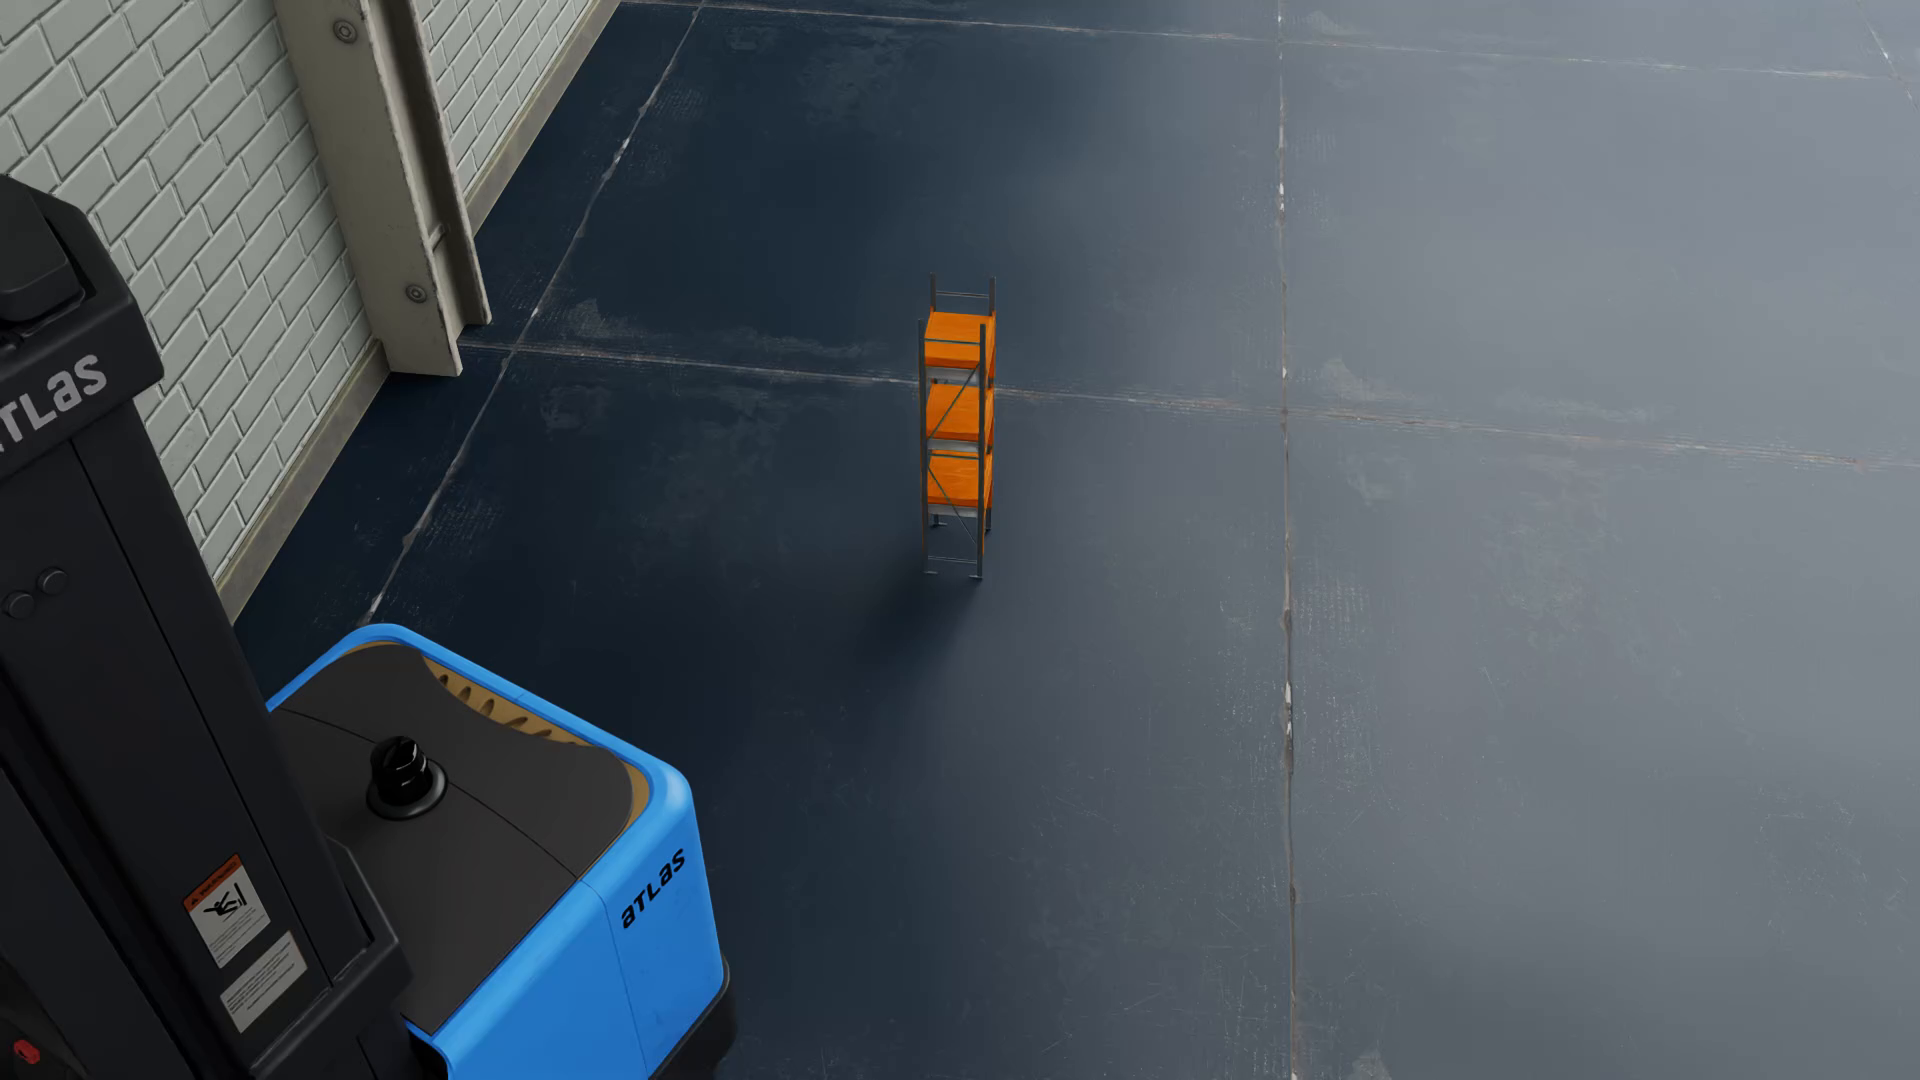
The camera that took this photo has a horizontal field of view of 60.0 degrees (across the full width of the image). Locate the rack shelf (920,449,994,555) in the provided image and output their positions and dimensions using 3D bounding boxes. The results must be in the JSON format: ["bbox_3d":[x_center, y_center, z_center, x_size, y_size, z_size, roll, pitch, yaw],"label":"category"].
[{"bbox_3d":[-0.007,-0.135,5.549,0.215,0.259,0.240,5,44,6],"label":"rack shelf"}]

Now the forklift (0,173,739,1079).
[{"bbox_3d":[-1.771,0.929,2.637,1.130,2.935,3.031,23,48,22],"label":"forklift"}]

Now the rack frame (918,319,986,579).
[{"bbox_3d":[-0.023,-0.262,5.263,0.200,1.050,0.008,5,44,6],"label":"rack frame"}]

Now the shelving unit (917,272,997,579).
[{"bbox_3d":[-0.007,-0.345,5.351,0.215,1.050,0.252,5,44,6],"label":"shelving unit"}]

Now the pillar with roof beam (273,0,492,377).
[{"bbox_3d":[2.204,-3.655,3.066,9.100,9.000,0.400,5,44,6],"label":"pillar with roof beam"}]

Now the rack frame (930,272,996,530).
[{"bbox_3d":[0.009,-0.428,5.438,0.200,1.050,0.008,5,44,6],"label":"rack frame"}]

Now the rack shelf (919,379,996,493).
[{"bbox_3d":[-0.007,-0.337,5.358,0.215,0.259,0.240,5,44,6],"label":"rack shelf"}]

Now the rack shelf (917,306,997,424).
[{"bbox_3d":[-0.007,-0.543,5.163,0.215,0.259,0.240,5,44,6],"label":"rack shelf"}]
